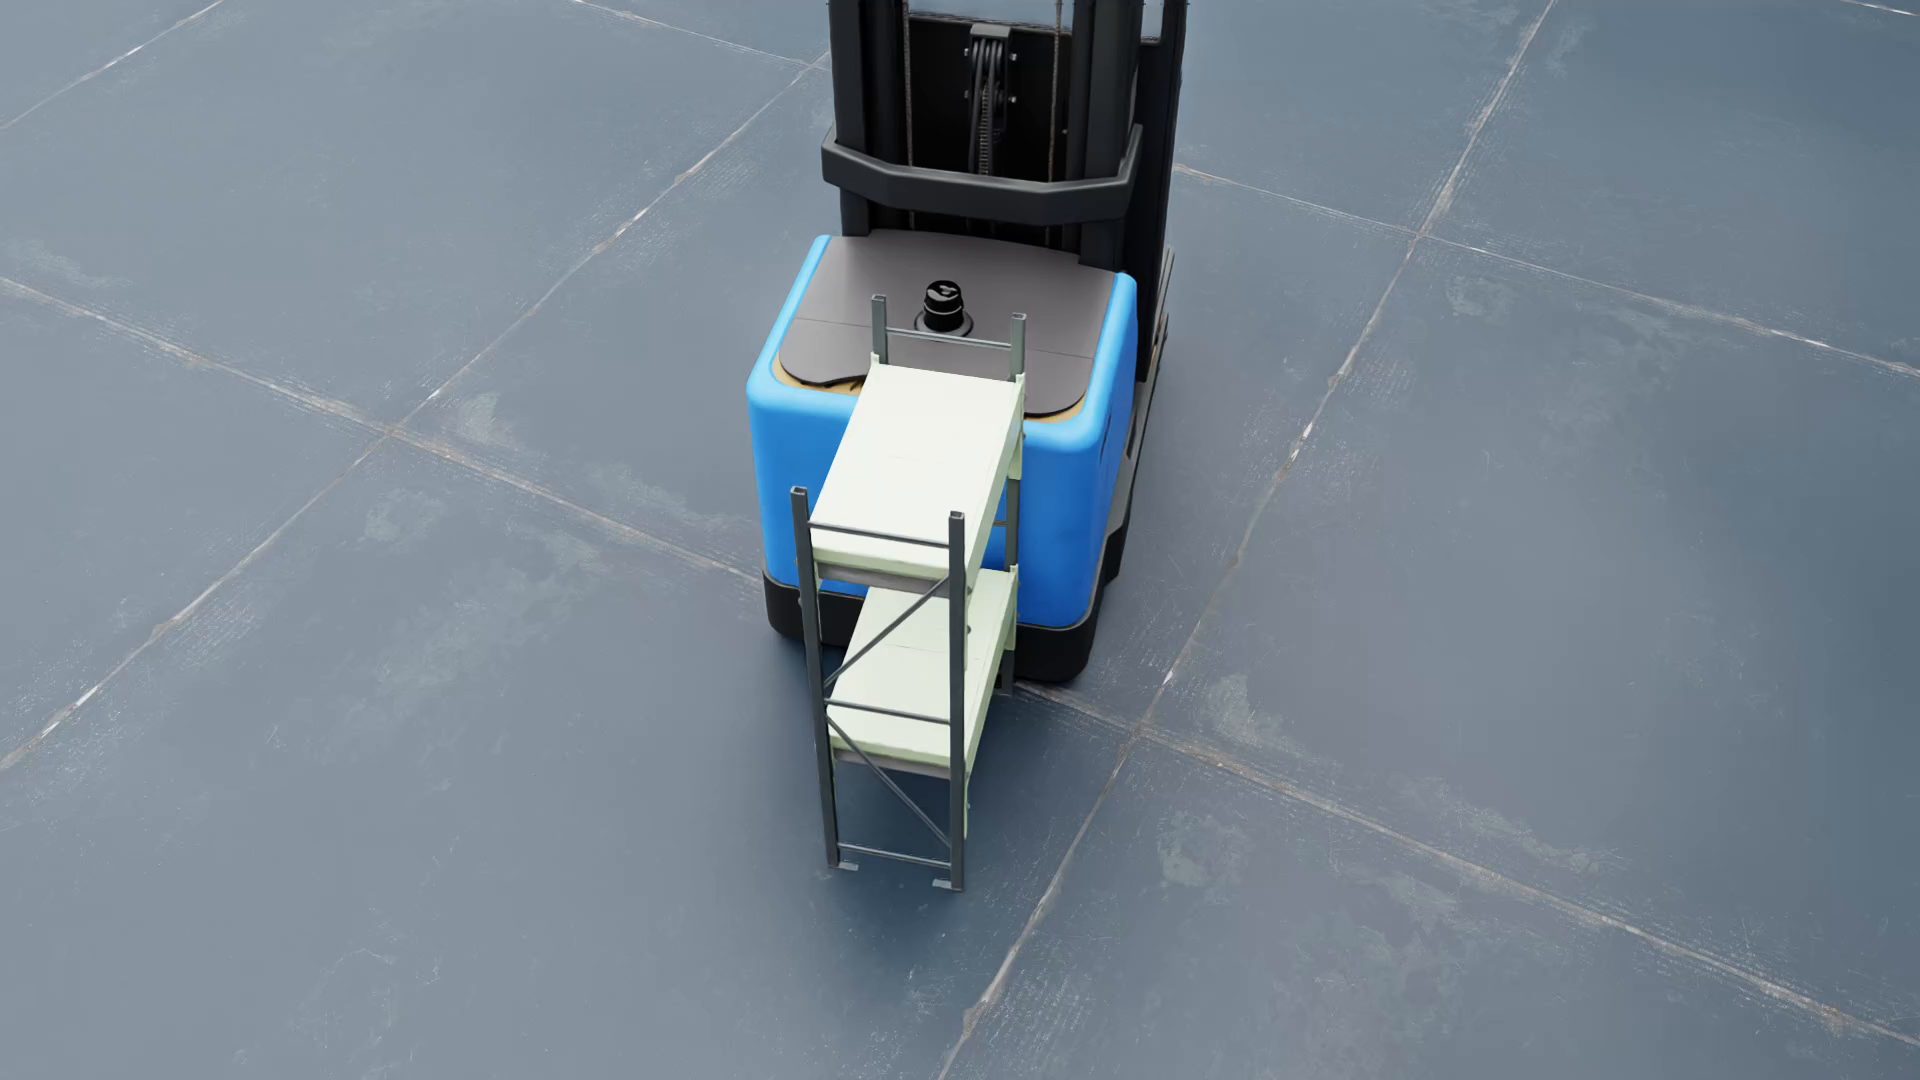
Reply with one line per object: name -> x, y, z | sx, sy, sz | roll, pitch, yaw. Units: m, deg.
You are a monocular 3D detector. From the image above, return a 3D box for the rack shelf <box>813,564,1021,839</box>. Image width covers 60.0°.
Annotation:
rack shelf -> -0.108, 0.417, 4.741 | 0.431, 0.370, 0.720 | 9, 46, 9

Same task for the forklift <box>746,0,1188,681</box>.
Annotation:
forklift -> 0.191, -1.654, 5.324 | 1.130, 2.935, 3.031 | 9, 46, 9

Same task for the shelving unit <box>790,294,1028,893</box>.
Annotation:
shelving unit -> -0.108, 0.188, 4.509 | 0.431, 1.500, 0.755 | 9, 46, 9

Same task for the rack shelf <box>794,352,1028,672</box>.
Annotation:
rack shelf -> -0.108, -0.086, 4.232 | 0.431, 0.370, 0.720 | 9, 46, 9

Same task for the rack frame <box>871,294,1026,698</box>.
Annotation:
rack frame -> -0.030, -0.066, 4.761 | 0.400, 1.500, 0.023 | 9, 46, 9

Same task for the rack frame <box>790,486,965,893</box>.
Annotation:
rack frame -> -0.186, 0.443, 4.258 | 0.400, 1.500, 0.023 | 9, 46, 9
